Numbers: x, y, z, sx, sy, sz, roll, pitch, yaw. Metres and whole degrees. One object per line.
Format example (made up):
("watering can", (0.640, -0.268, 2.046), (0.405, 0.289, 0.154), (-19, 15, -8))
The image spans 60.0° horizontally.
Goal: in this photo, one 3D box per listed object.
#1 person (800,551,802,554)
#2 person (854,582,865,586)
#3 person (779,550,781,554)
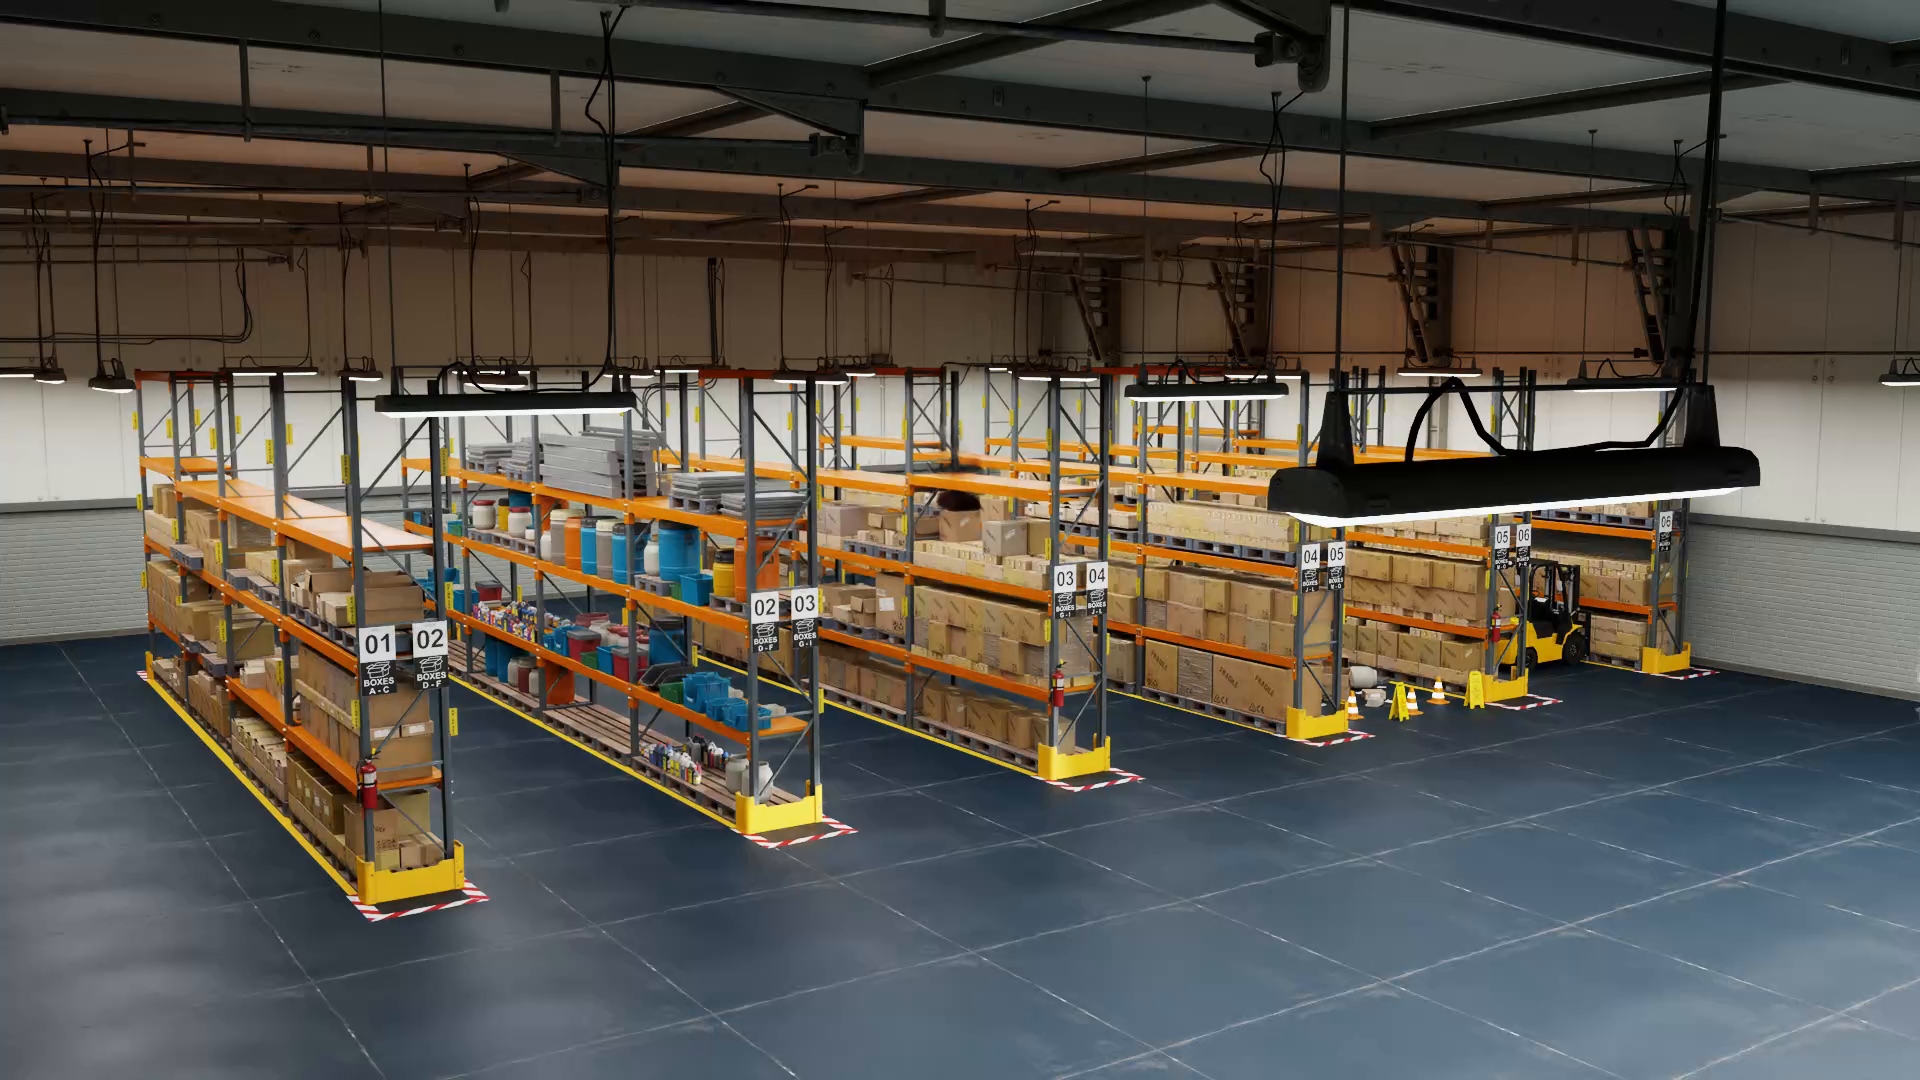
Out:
("person", (-3.867, 1.058, 38.883), (0.688, 1.749, 0.694), (-3, 7, -24))
("person", (-2.031, 1.684, 33.821), (0.588, 1.669, 0.806), (-5, 8, -37))
("person", (-4.584, 1.023, 40.023), (0.781, 1.647, 0.706), (-1, 7, -8))
